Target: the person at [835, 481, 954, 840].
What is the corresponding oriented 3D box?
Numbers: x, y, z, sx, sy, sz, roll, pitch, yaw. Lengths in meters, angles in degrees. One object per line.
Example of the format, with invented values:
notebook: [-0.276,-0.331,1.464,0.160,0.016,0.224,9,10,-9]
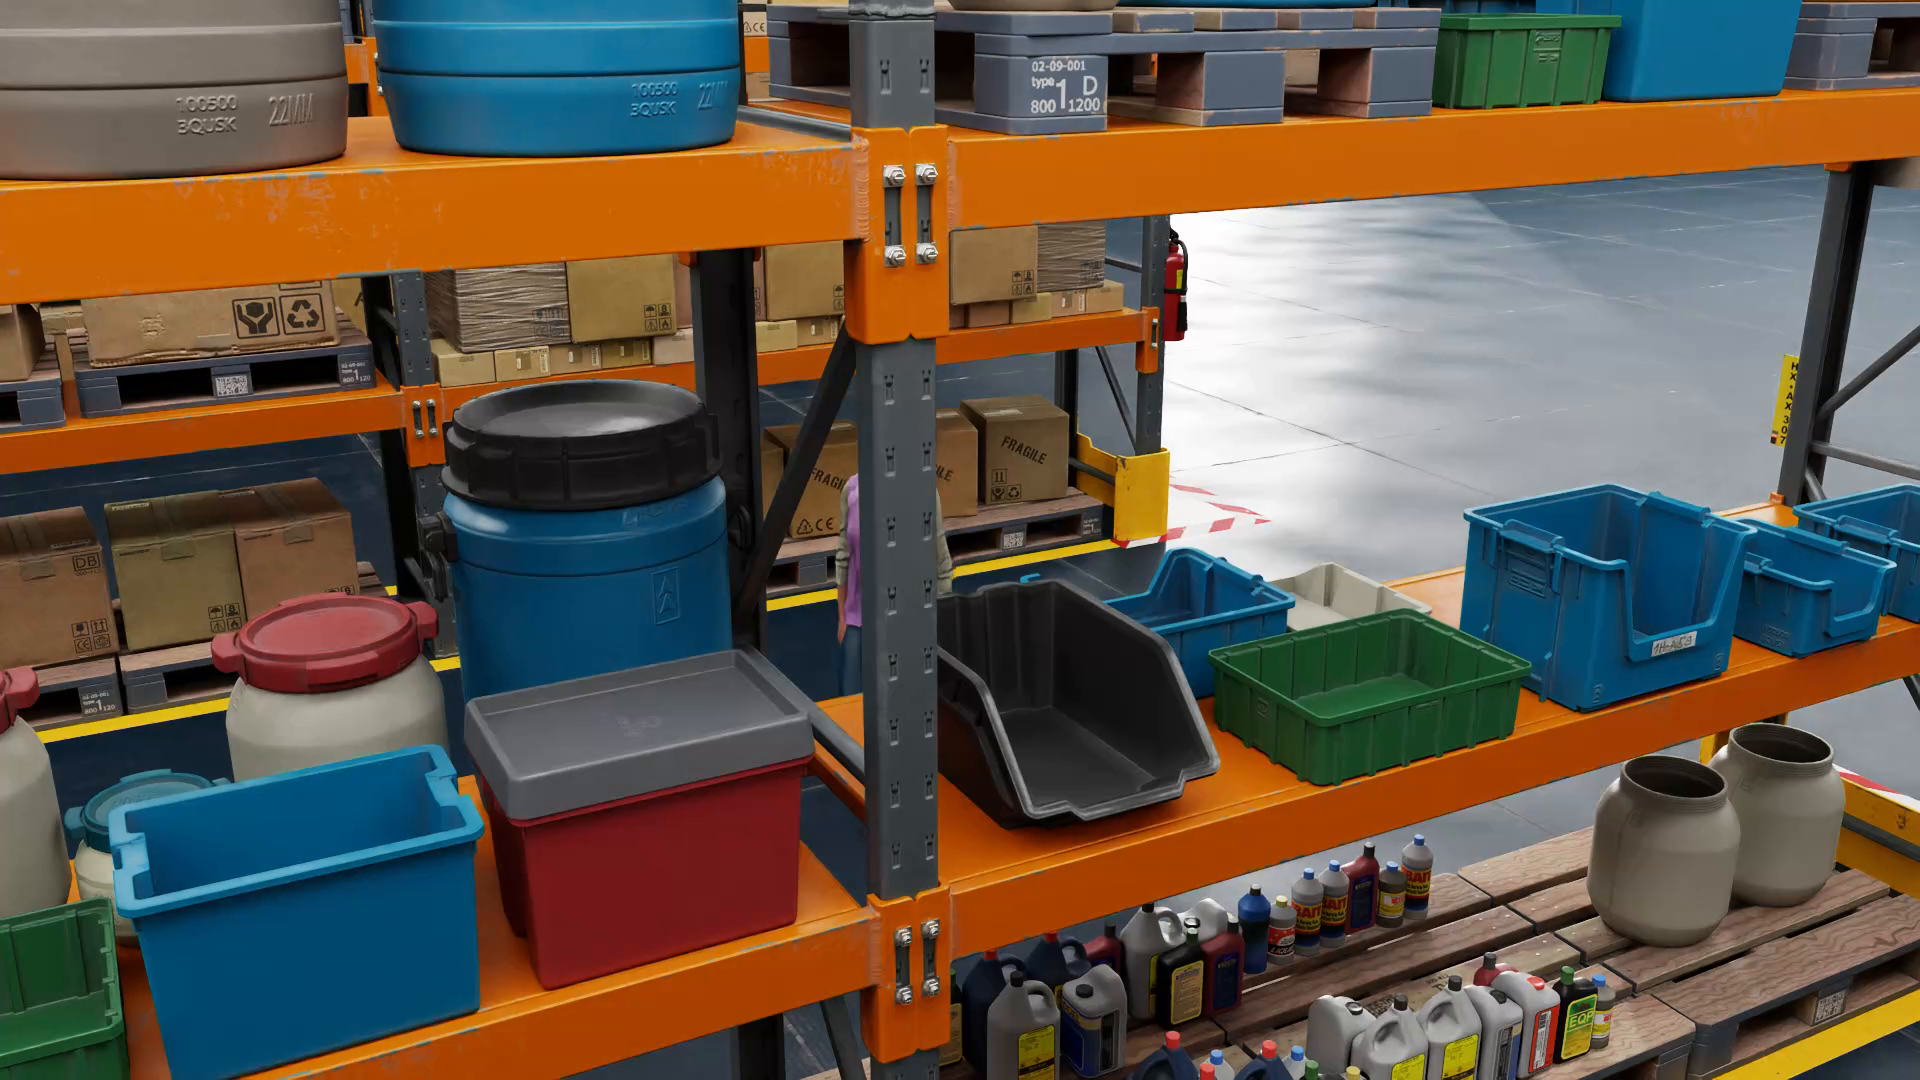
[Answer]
person: [-0.246,0.337,6.070,0.449,1.595,0.344,3,19,8]
